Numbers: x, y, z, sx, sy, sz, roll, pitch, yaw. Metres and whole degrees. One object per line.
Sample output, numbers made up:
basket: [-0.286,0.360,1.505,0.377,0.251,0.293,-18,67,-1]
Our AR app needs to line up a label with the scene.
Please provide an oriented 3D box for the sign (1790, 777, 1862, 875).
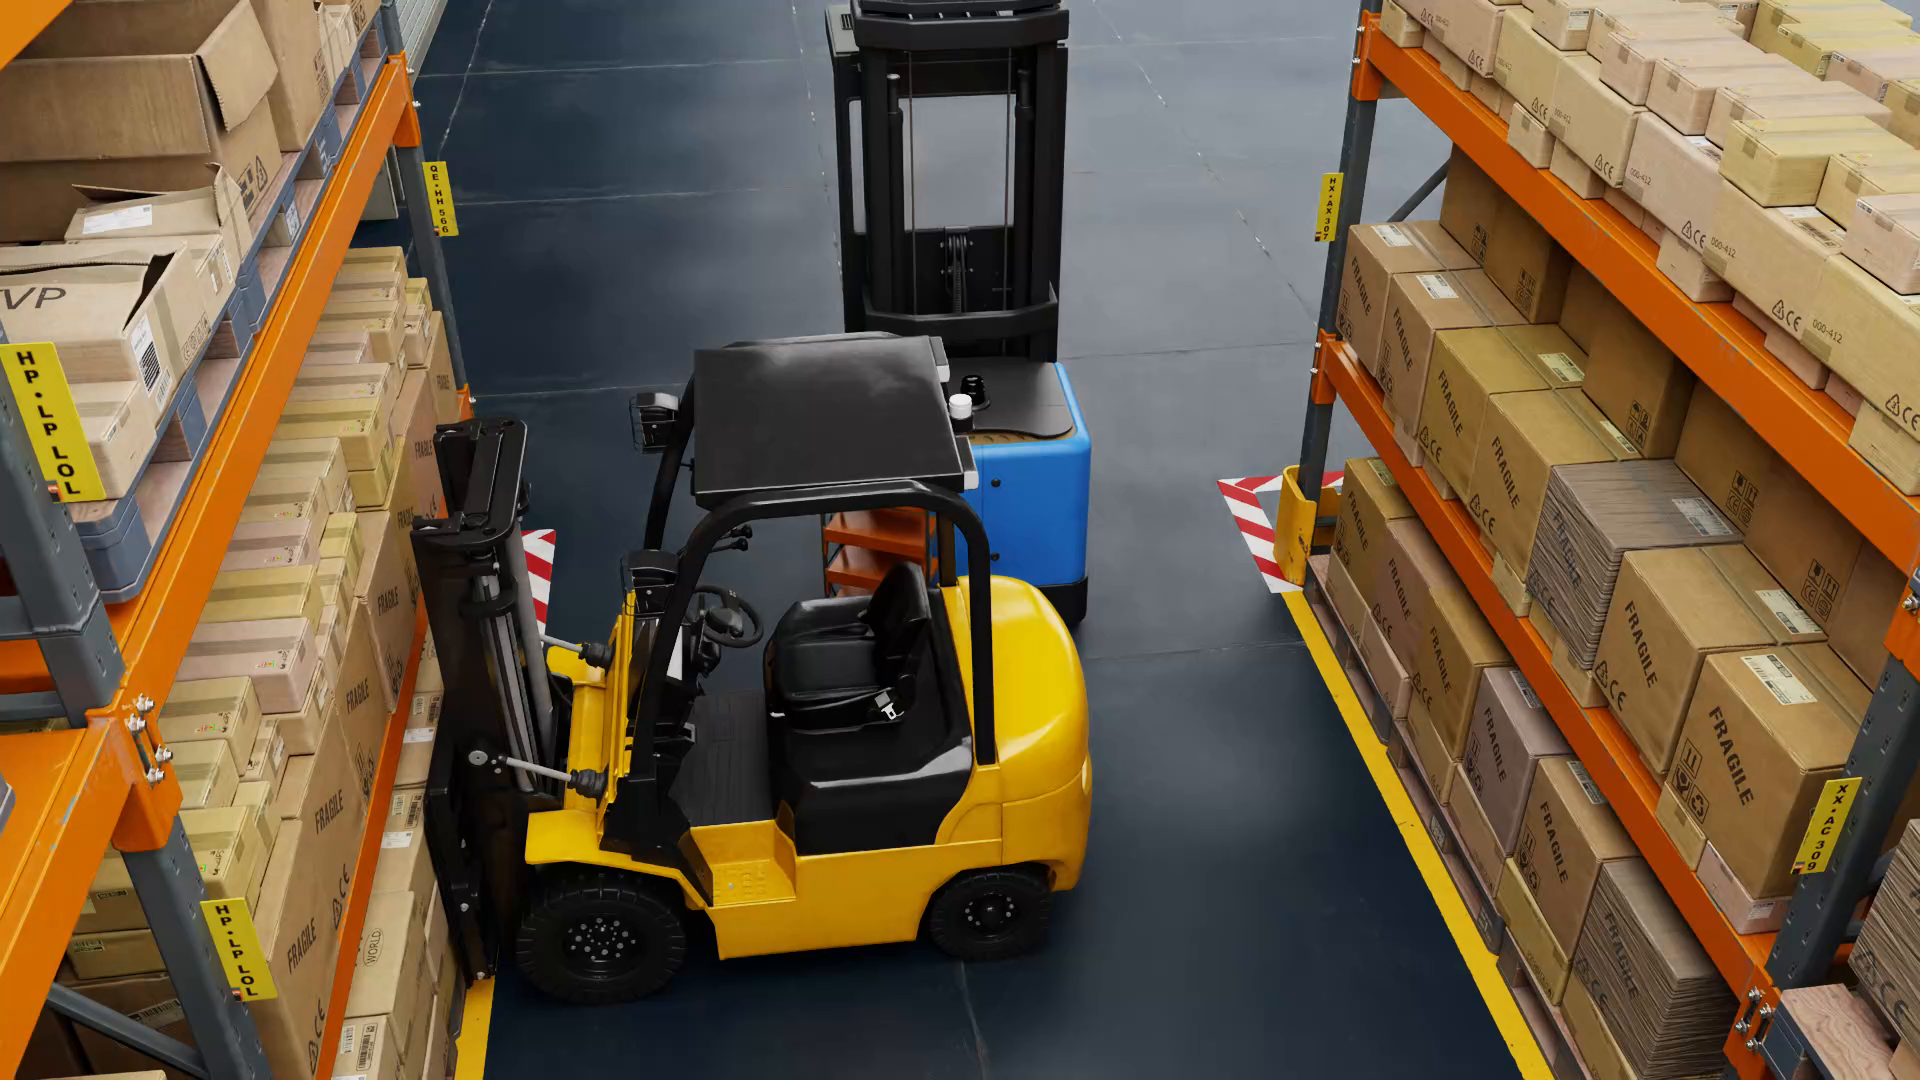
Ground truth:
sign: [2.212,0.732,4.243,0.100,0.325,0.005,-4,35,-6]

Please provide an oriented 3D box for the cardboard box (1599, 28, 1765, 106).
cardboard box: [2.186,-1.439,5.049,0.380,0.149,0.250,-4,34,-6]

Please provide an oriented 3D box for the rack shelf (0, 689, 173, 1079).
rack shelf: [-1.901,1.596,1.719,1.077,0.370,4.000,-4,35,-6]

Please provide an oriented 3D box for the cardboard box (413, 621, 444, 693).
cardboard box: [-2.184,0.539,6.477,0.500,0.250,0.500,-4,34,-6]

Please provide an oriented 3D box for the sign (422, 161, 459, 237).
sign: [-2.168,-1.419,6.930,0.100,0.325,0.005,-4,35,-6]

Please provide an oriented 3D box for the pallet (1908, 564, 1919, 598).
pallet: [2.726,0.235,3.244,1.213,0.211,1.003,-4,35,-6]

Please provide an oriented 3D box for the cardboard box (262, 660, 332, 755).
cardboard box: [-2.011,0.484,4.711,0.380,0.149,0.250,-4,34,-5]

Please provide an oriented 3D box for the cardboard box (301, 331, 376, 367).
cardboard box: [-2.365,-0.634,6.088,0.380,0.149,0.250,-4,34,-6]

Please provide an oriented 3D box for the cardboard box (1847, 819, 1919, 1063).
cardboard box: [2.527,0.990,3.908,0.500,0.500,0.500,-4,34,-5]

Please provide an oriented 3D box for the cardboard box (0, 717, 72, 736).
cardboard box: [-2.554,0.545,4.358,0.380,0.149,0.250,-5,35,-7]

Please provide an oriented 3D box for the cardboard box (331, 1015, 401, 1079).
cardboard box: [-1.924,1.678,4.804,0.500,0.250,0.500,-5,35,-7]

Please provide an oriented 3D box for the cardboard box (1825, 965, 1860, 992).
cardboard box: [2.937,1.348,5.512,0.500,0.500,0.500,-3,34,-4]

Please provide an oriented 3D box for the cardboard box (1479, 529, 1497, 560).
cardboard box: [2.212,-0.005,6.317,0.380,0.149,0.250,-5,35,-8]

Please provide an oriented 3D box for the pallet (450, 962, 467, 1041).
pallet: [-2.402,1.446,6.441,1.003,0.211,1.213,-4,35,-6]

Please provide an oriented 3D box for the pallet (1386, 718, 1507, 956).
pallet: [2.456,1.142,6.886,1.003,0.211,1.213,-4,35,-6]

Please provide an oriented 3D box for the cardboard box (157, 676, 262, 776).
cardboard box: [-2.086,0.509,4.410,0.380,0.149,0.250,-5,35,-7]

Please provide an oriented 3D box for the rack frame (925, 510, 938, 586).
rack frame: [-0.108,0.150,7.465,0.015,1.200,0.240,10,36,15]

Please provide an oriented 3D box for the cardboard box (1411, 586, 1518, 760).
cardboard box: [2.183,0.522,6.724,0.500,0.500,0.500,-4,34,-5]

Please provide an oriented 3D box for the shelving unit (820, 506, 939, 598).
shelving unit: [-0.341,0.108,7.526,0.503,1.200,0.258,10,36,15]

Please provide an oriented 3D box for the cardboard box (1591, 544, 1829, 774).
cardboard box: [2.366,0.364,5.199,0.500,0.500,0.500,-3,34,-5]

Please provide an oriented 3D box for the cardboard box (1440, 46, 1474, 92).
cardboard box: [2.059,-1.823,6.322,0.380,0.149,0.250,-3,34,-5]

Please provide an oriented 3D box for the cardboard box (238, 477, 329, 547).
cardboard box: [-2.221,-0.061,5.247,0.380,0.149,0.250,-4,35,-6]

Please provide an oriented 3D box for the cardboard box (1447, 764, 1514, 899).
cardboard box: [2.257,1.117,6.516,0.500,0.250,0.500,-4,34,-6]

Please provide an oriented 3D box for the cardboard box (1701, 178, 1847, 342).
cardboard box: [2.353,-0.764,4.413,0.500,0.250,0.500,-5,35,-7]

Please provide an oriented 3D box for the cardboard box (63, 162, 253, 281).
cardboard box: [-2.068,-0.827,4.295,0.396,0.266,0.258,-5,35,-8]

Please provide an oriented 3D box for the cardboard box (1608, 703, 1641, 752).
cardboard box: [2.385,0.562,5.485,0.380,0.149,0.250,-5,35,-7]

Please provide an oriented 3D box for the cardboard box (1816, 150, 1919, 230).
cardboard box: [2.432,-0.872,4.218,0.380,0.149,0.250,-4,34,-5]

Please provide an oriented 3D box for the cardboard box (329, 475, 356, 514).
cardboard box: [-2.242,-0.087,5.549,0.380,0.149,0.250,-5,35,-7]

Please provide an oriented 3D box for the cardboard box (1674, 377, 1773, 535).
cardboard box: [2.816,-0.364,5.379,0.700,0.500,0.500,-5,35,-7]

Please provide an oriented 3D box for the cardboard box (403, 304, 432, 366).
cardboard box: [-2.320,-0.806,6.605,0.380,0.149,0.250,-4,34,-6]

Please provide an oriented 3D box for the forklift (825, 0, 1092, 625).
forklift: [-0.074,-1.560,8.436,1.130,2.935,3.031,-4,34,-6]

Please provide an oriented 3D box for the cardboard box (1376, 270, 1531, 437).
cardboard box: [2.072,-0.778,6.875,0.500,0.500,0.500,-3,34,-5]

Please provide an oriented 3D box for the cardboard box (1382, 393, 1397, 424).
cardboard box: [2.054,-0.585,7.167,0.380,0.149,0.250,-5,35,-8]

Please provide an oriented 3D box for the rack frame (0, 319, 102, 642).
rack frame: [-2.170,-1.056,2.309,1.000,3.000,0.127,-4,35,-6]

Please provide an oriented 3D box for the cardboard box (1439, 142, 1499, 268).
cardboard box: [2.496,-1.496,7.041,0.700,0.500,0.500,-5,35,-8]

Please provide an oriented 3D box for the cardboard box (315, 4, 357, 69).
cardboard box: [-2.295,-1.721,5.709,0.380,0.149,0.250,-5,35,-8]

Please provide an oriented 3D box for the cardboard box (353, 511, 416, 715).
cardboard box: [-2.173,0.260,5.617,0.500,0.500,0.500,-4,34,-6]

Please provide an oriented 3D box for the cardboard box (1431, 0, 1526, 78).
cardboard box: [2.072,-1.906,6.088,0.500,0.250,0.500,-5,35,-7]

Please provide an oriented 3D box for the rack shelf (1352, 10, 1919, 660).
rack shelf: [2.479,-1.014,5.549,1.077,0.370,4.000,-4,35,-6]

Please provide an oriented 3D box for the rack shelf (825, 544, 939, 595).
rack shelf: [-0.341,0.164,7.564,0.480,0.148,0.258,10,36,15]

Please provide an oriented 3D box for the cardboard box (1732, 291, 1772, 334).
cardboard box: [2.411,-0.678,4.640,0.380,0.149,0.250,-5,35,-8]

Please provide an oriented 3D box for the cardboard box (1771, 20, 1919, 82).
cardboard box: [2.739,-1.482,5.113,0.380,0.149,0.250,-4,34,-5]

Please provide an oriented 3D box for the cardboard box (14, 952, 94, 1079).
cardboard box: [-2.498,1.151,4.309,0.500,0.500,0.500,-5,35,-7]

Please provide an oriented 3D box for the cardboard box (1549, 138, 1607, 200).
cardboard box: [2.187,-1.249,5.478,0.380,0.149,0.250,-5,35,-8]

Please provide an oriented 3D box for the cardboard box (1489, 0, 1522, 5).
cardboard box: [2.038,-2.010,5.887,0.380,0.149,0.250,-4,35,-7]

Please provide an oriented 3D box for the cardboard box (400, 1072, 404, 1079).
cardboard box: [-1.929,1.885,4.945,0.500,0.250,0.500,-5,35,-7]
